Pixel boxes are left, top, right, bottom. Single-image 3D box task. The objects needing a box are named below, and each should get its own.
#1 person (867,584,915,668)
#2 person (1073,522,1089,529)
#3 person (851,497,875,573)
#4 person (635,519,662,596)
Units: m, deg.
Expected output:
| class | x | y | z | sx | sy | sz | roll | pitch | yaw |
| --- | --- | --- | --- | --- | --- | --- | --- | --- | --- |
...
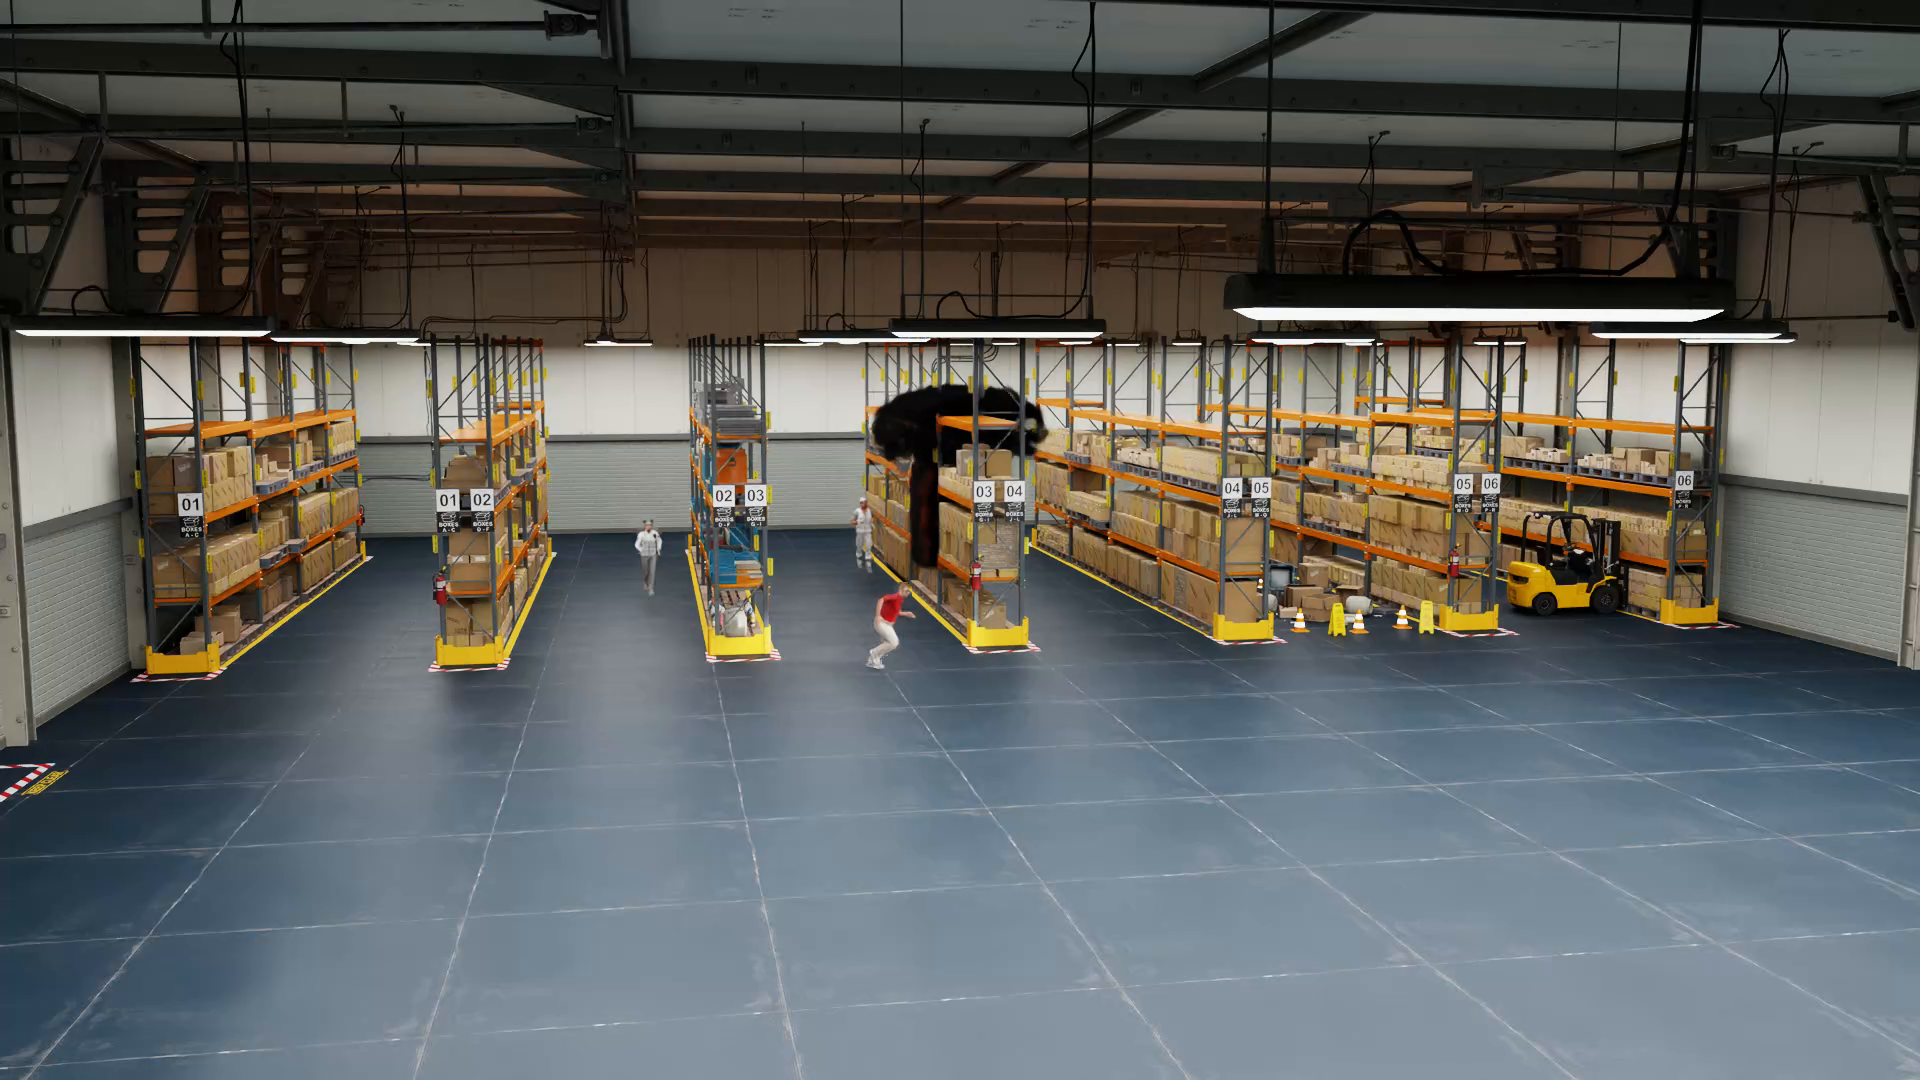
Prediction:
| class | x | y | z | sx | sy | sz | roll | pitch | yaw |
| --- | --- | --- | --- | --- | --- | --- | --- | --- | --- |
| person | -1.262 | 1.555 | 29.749 | 0.892 | 1.549 | 0.695 | 2 | 7 | 13 |
| person | 3.678 | -0.958 | 50.742 | 0.763 | 1.853 | 0.632 | -5 | 8 | -39 |
| person | -2.378 | -0.136 | 41.016 | 0.643 | 1.841 | 0.815 | -2 | 7 | -15 |
| person | -6.936 | 0.360 | 37.112 | 0.605 | 1.695 | 0.764 | -2 | 7 | -16 |
